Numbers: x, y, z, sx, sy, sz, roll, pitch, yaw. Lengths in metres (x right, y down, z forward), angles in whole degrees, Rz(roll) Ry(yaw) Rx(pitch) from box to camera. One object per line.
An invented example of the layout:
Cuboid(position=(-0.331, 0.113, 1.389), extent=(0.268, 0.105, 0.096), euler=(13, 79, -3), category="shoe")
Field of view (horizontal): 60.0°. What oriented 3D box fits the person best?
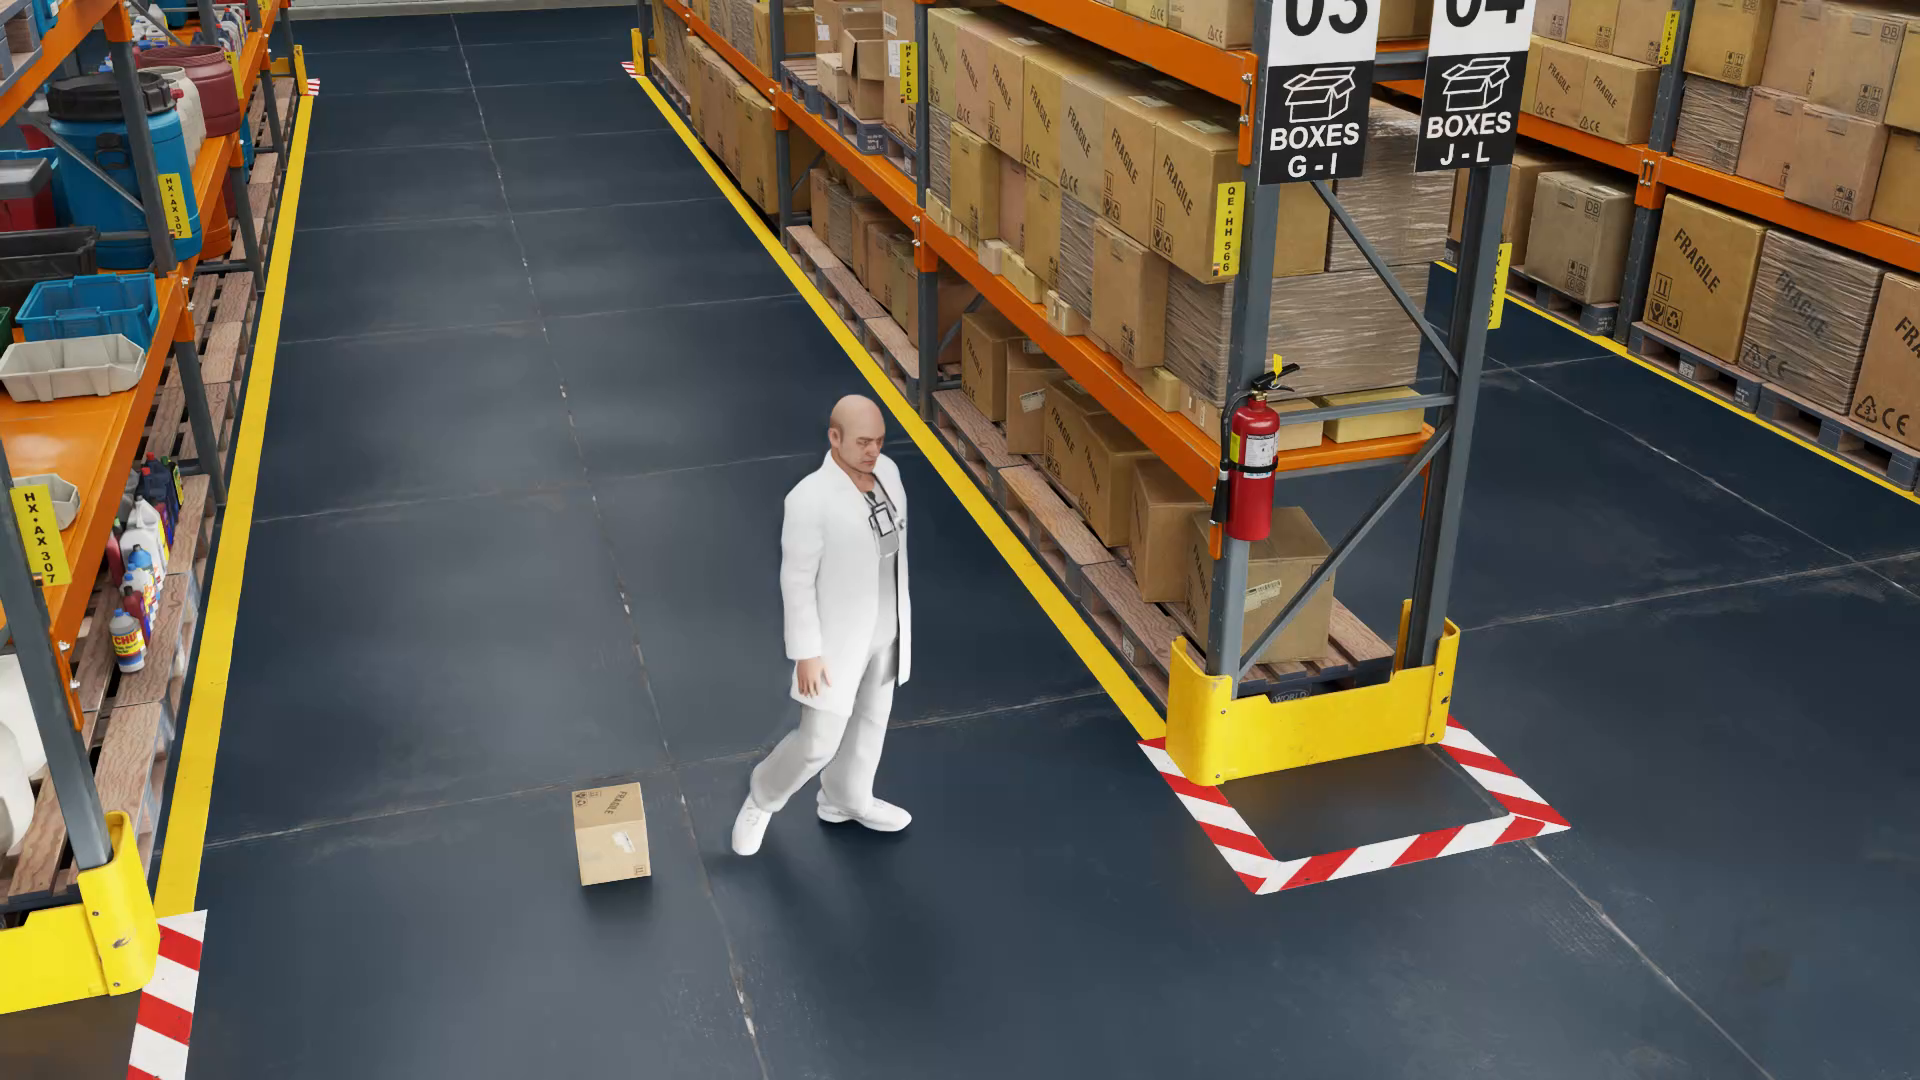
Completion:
Cuboid(position=(-0.493, 0.322, 5.944), extent=(0.561, 1.766, 0.769), euler=(19, 32, 34), category="person")
